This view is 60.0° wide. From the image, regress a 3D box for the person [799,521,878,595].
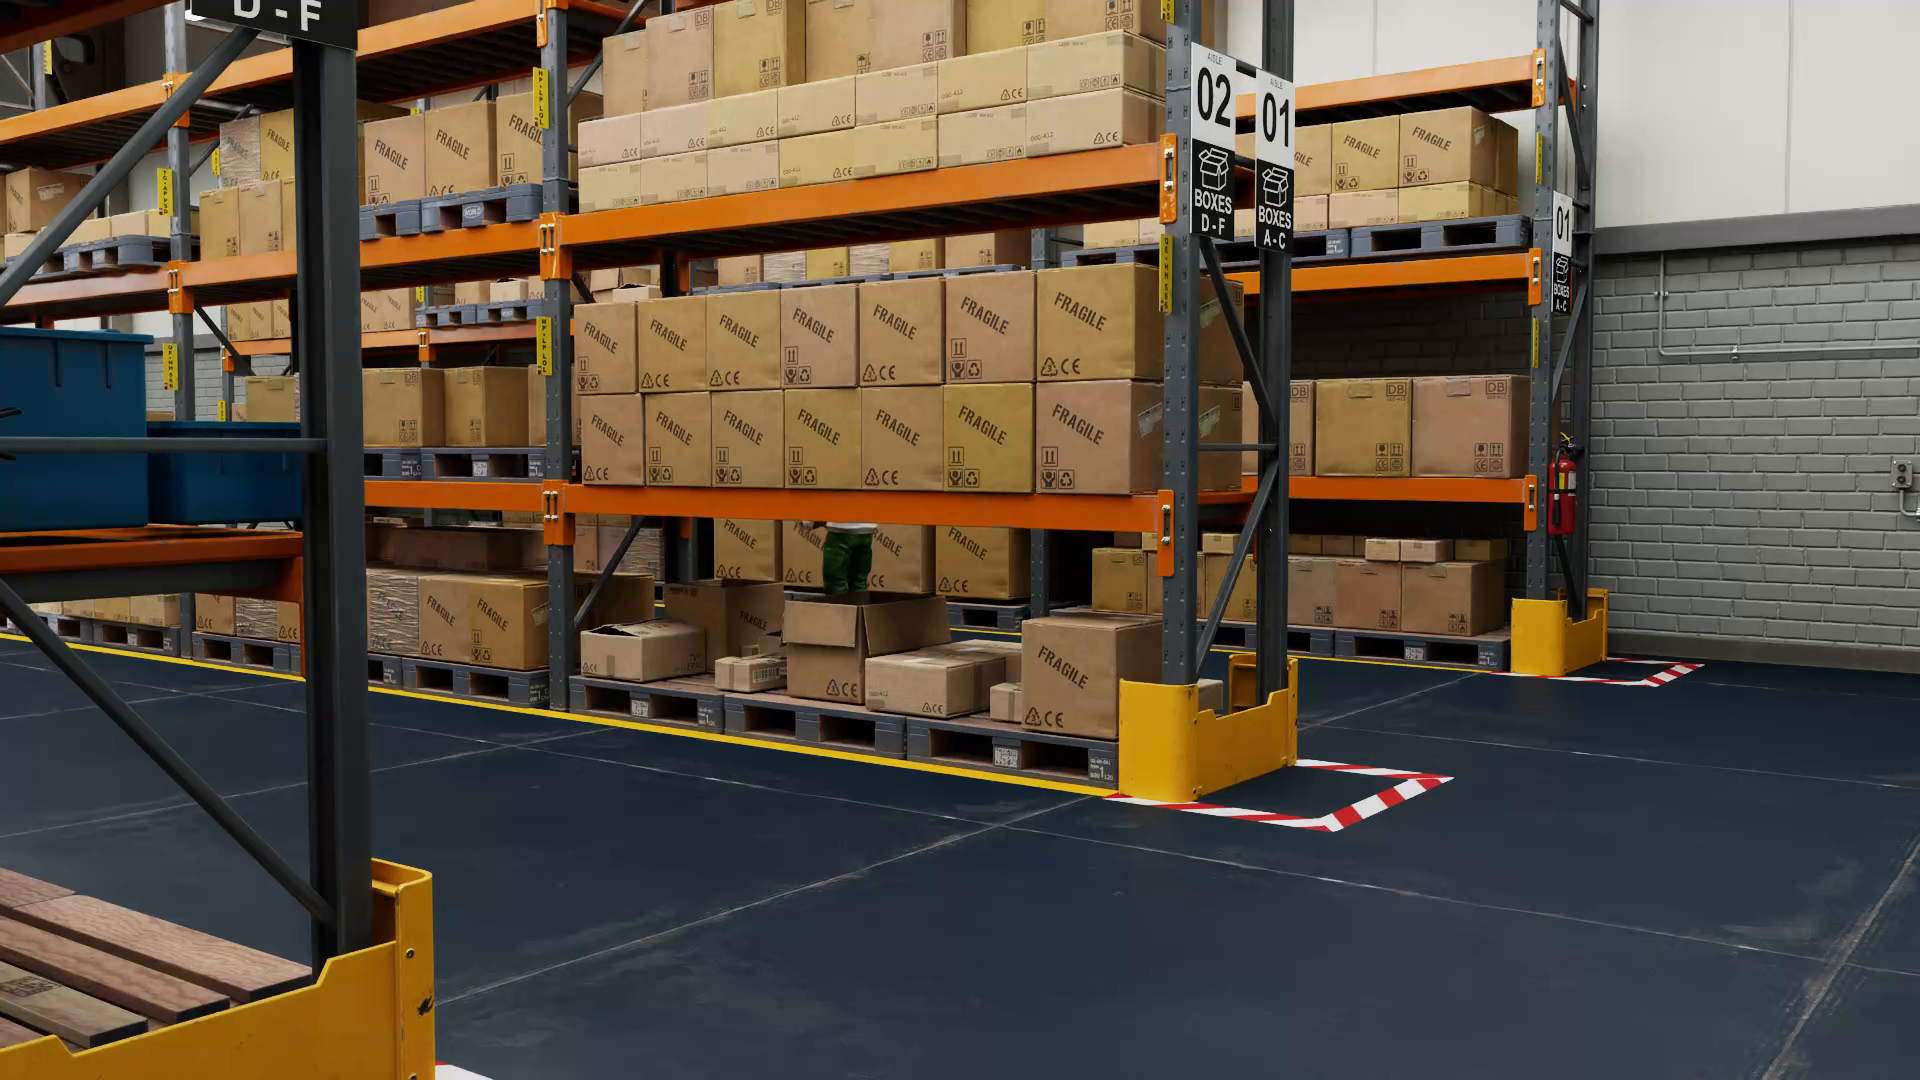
[{"bbox_3d":[-0.884,-0.056,12.206,0.564,1.782,0.493,2,4,36],"label":"person"}]
